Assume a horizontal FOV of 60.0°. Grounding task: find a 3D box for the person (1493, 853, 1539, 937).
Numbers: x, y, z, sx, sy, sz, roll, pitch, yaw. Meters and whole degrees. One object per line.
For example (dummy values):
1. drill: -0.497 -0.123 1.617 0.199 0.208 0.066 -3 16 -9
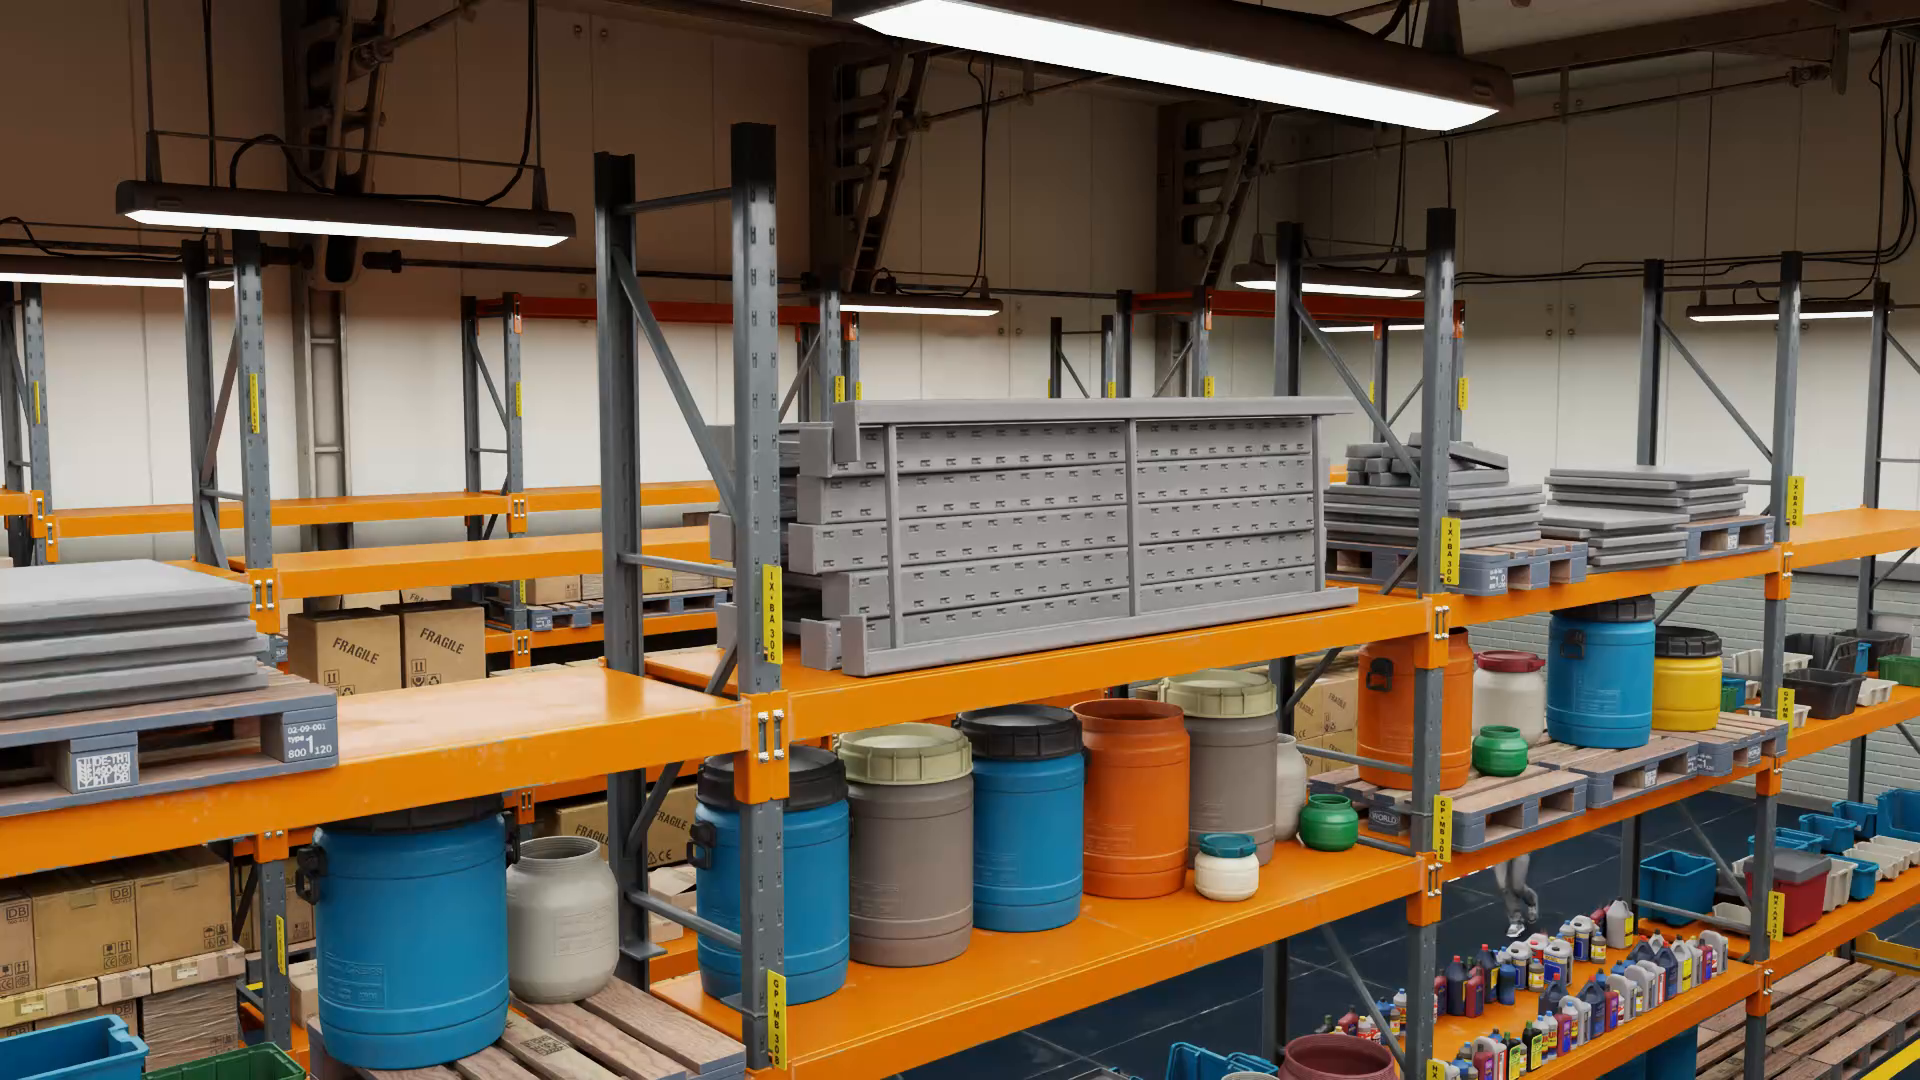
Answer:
1. person: 5.201 2.922 15.701 0.533 1.551 0.563 5 7 40
